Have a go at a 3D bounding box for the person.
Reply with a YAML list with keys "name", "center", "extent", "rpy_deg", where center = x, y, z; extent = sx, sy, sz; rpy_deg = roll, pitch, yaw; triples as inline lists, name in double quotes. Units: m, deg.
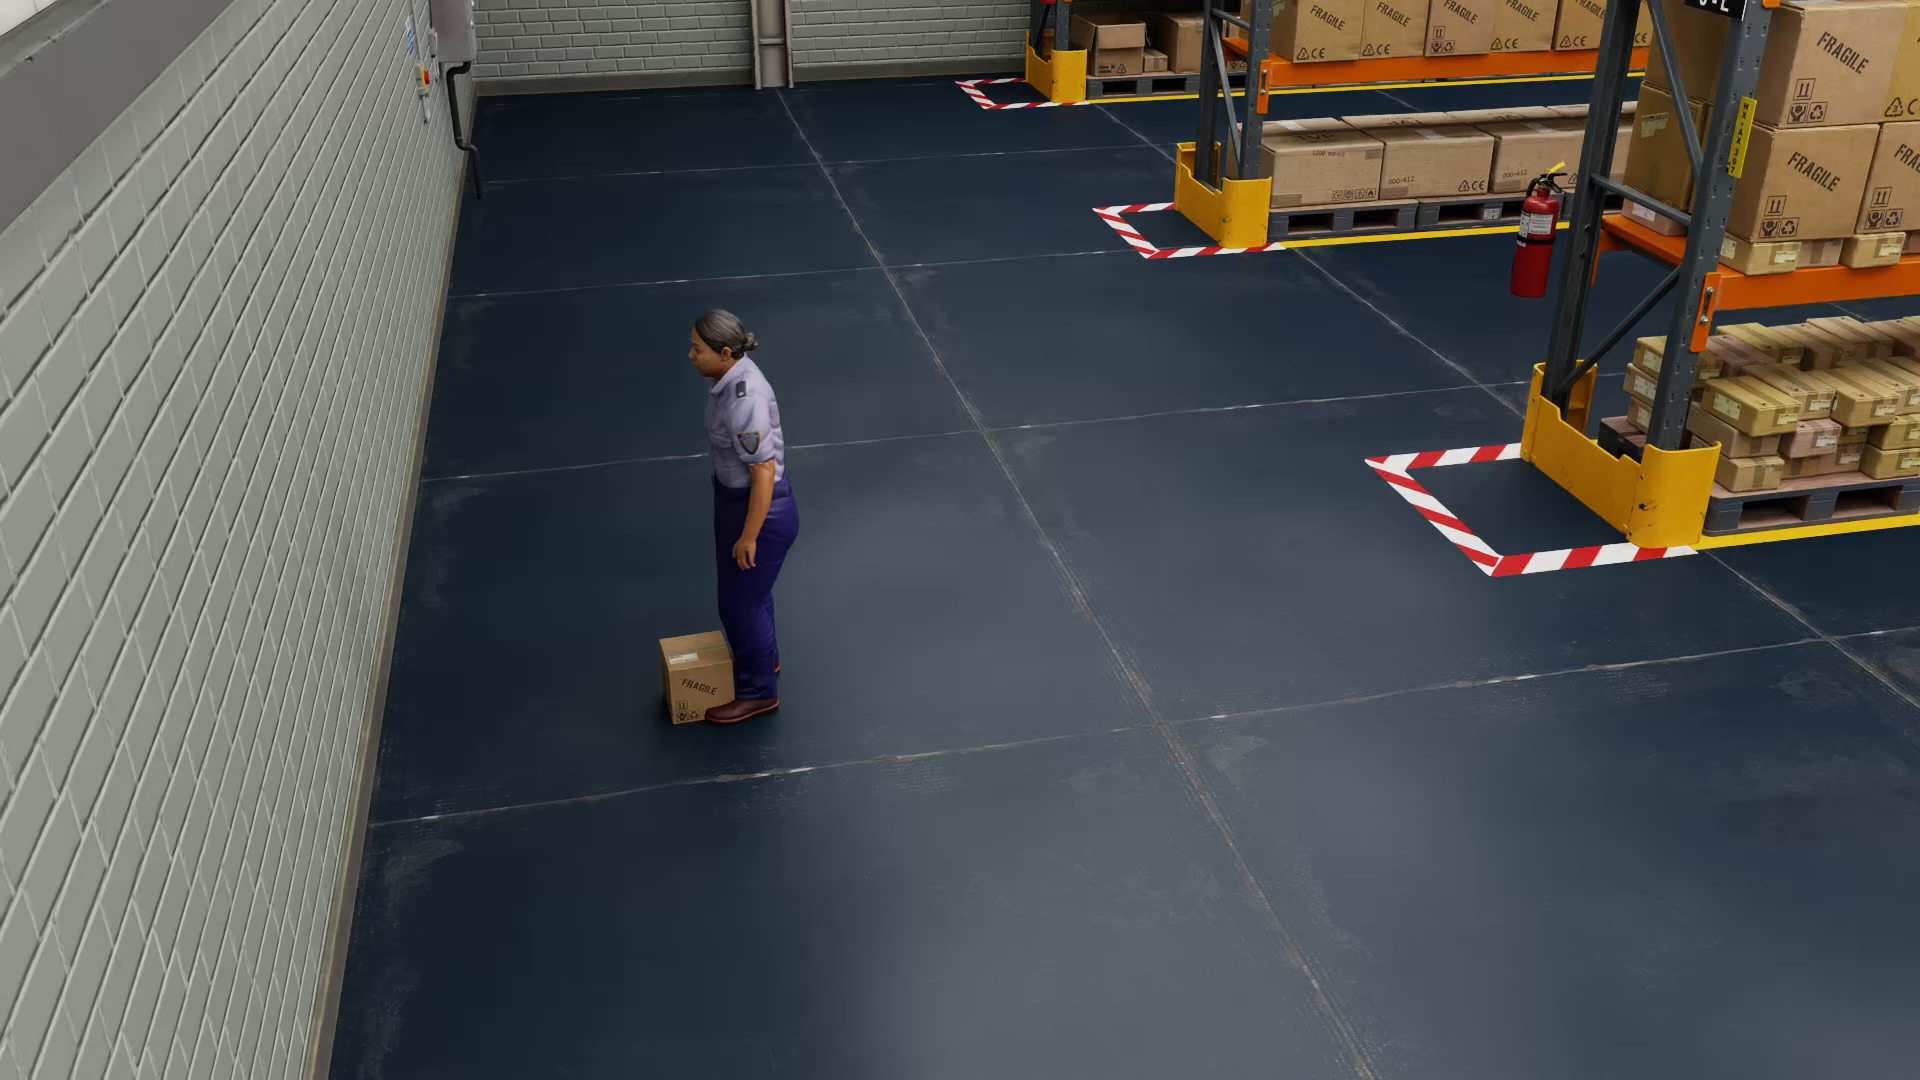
- name: "person"
  center: [-0.836, -0.102, 6.326]
  extent: [0.417, 1.652, 0.560]
  rpy_deg: [-7, 28, -14]
